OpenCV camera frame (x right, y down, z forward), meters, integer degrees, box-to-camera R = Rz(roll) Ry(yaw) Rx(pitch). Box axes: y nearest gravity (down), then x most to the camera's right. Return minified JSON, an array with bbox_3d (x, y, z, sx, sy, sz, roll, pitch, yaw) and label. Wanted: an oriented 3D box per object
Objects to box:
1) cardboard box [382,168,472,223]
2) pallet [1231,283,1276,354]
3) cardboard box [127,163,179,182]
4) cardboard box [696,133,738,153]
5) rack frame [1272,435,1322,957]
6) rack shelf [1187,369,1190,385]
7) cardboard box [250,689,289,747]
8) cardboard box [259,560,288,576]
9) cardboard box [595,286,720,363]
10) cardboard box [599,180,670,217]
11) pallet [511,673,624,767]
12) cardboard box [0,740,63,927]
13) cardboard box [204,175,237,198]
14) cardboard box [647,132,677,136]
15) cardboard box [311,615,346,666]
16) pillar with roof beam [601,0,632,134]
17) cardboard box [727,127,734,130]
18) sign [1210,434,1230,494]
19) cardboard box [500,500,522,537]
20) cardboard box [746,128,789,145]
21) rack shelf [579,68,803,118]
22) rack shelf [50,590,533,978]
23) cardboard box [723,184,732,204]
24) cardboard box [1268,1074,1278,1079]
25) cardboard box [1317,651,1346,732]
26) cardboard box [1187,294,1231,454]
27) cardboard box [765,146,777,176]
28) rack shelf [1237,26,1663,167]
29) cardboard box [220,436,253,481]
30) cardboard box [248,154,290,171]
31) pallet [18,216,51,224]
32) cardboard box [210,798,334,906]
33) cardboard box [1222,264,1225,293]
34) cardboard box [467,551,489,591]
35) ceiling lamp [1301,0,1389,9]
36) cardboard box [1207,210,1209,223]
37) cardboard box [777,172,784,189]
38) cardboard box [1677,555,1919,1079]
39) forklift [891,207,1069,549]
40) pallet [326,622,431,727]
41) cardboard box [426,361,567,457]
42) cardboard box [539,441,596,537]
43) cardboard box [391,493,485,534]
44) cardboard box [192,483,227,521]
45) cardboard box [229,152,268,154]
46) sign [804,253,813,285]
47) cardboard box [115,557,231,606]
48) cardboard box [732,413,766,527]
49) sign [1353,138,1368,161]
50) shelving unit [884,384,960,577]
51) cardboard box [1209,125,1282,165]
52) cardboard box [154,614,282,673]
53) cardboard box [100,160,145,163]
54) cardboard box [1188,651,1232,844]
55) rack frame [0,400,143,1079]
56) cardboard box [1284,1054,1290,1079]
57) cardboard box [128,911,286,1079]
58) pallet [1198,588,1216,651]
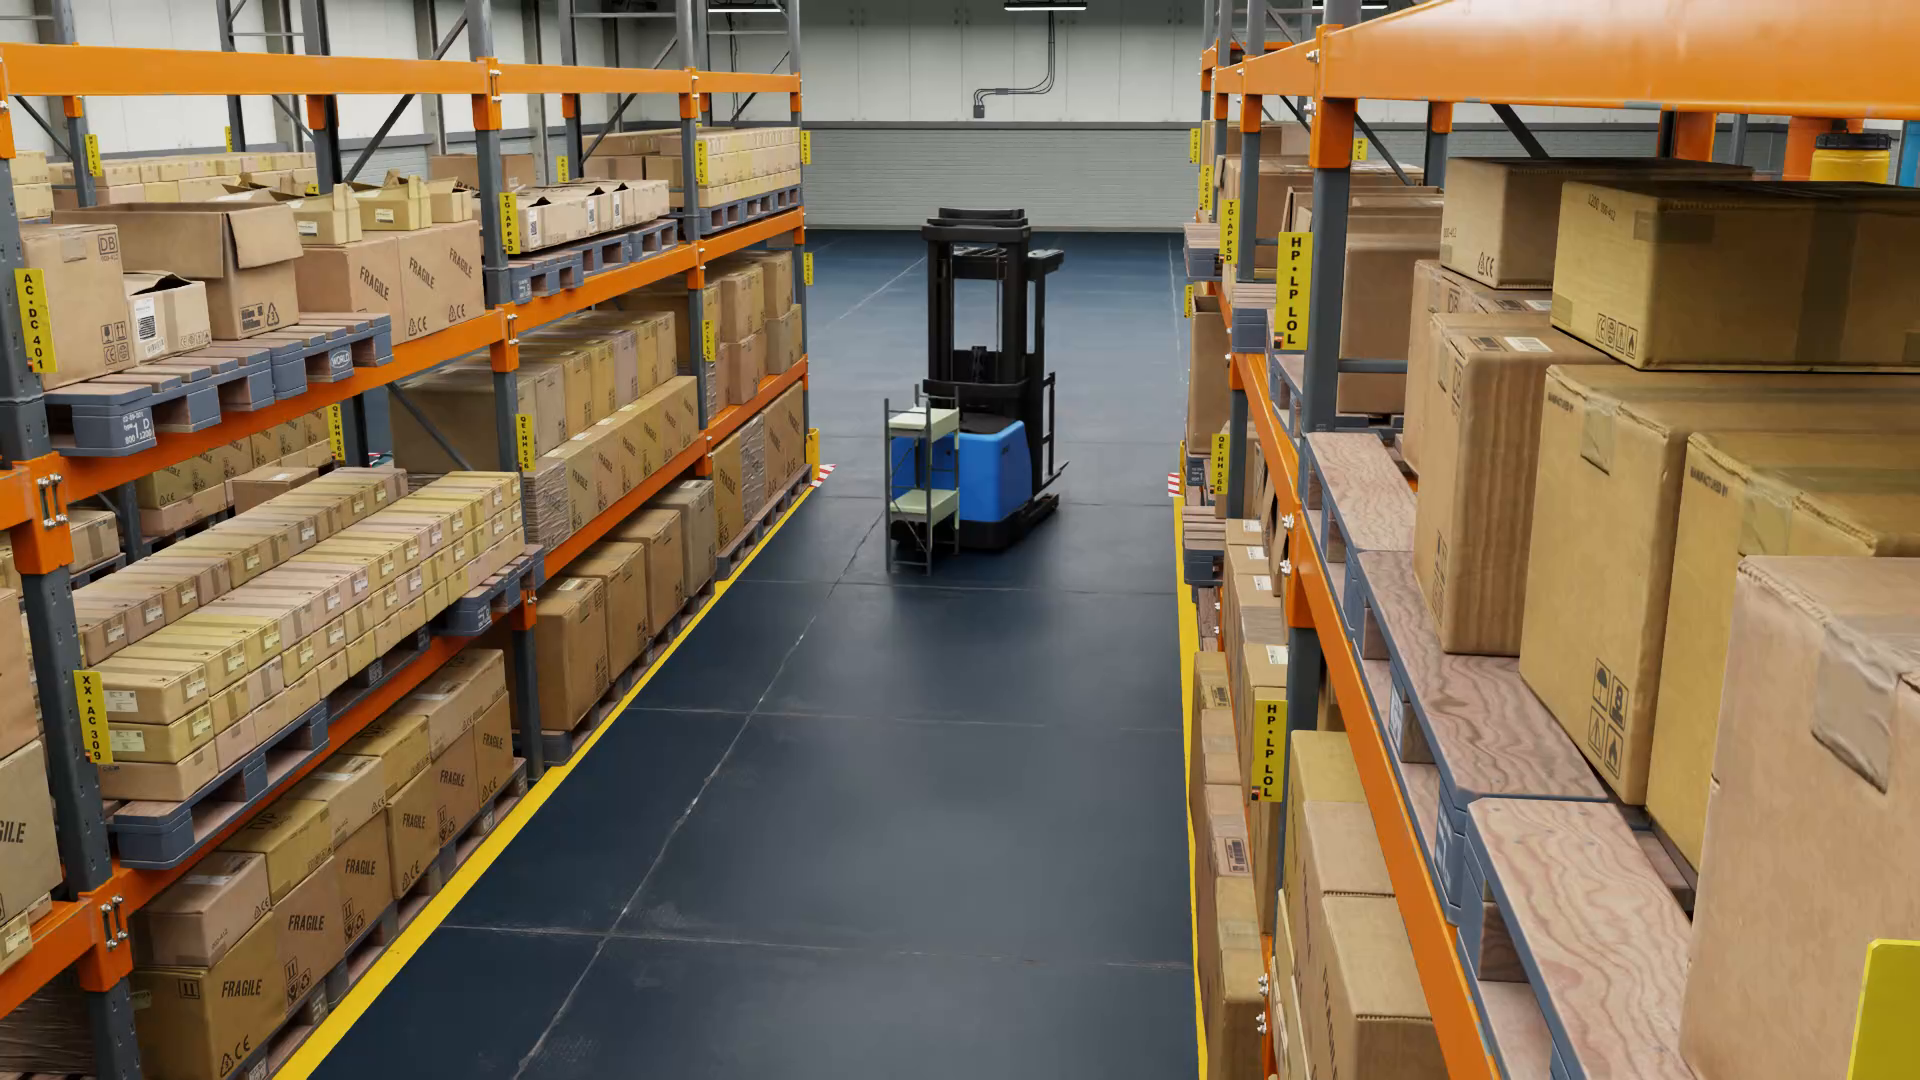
[{"bbox_3d":[-2.780,-1.794,8.645,0.396,0.266,0.258,2,15,6],"label":"cardboard box"},{"bbox_3d":[1.905,-1.057,7.938,1.213,0.211,1.003,2,15,9],"label":"pallet"},{"bbox_3d":[-7.015,-3.185,14.402,0.380,0.149,0.250,2,15,6],"label":"cardboard box"},{"bbox_3d":[-2.077,-3.323,13.915,0.380,0.149,0.250,1,15,5],"label":"cardboard box"},{"bbox_3d":[1.473,1.169,5.092,1.000,3.000,0.127,2,15,6],"label":"rack frame"},{"bbox_3d":[2.602,-1.077,14.777,1.077,0.370,4.000,2,15,6],"label":"rack shelf"},{"bbox_3d":[-2.884,0.690,6.540,0.380,0.149,0.250,2,15,7],"label":"cardboard box"},{"bbox_3d":[-3.390,0.188,7.828,0.380,0.149,0.250,2,15,6],"label":"cardboard box"},{"bbox_3d":[-2.465,-1.766,13.592,0.875,0.550,0.550,2,15,6],"label":"cardboard box"},{"bbox_3d":[-2.461,-2.517,12.267,0.500,0.250,0.500,2,15,7],"label":"cardboard box"},{"bbox_3d":[-2.828,1.103,10.677,1.003,0.211,1.213,2,15,6],"label":"pallet"},{"bbox_3d":[-3.217,0.939,5.182,0.500,0.500,0.500,2,15,6],"label":"cardboard box"},{"bbox_3d":[-6.976,-3.217,15.285,0.500,0.250,0.500,2,15,7],"label":"cardboard box"},{"bbox_3d":[-2.673,-3.472,14.467,0.380,0.149,0.250,2,15,6],"label":"cardboard box"},{"bbox_3d":[-2.829,0.412,7.000,0.380,0.149,0.250,2,15,9],"label":"cardboard box"},{"bbox_3d":[-5.263,-12.776,45.171,9.100,9.000,0.548,2,15,6],"label":"pillar with roof beam"},{"bbox_3d":[-2.443,-4.001,16.423,0.380,0.149,0.250,2,15,7],"label":"cardboard box"},{"bbox_3d":[1.385,-0.402,8.838,0.100,0.325,0.005,2,15,6],"label":"sign"},{"bbox_3d":[-2.595,-0.124,8.981,0.380,0.149,0.250,2,15,7],"label":"cardboard box"},{"bbox_3d":[-1.849,-3.850,15.863,0.380,0.149,0.250,2,15,7],"label":"cardboard box"},{"bbox_3d":[-2.315,-3.952,14.684,1.077,0.370,4.000,2,15,6],"label":"rack shelf"},{"bbox_3d":[-3.218,0.825,7.741,1.077,0.370,4.000,2,15,6],"label":"rack shelf"},{"bbox_3d":[-2.105,-2.872,13.775,0.380,0.149,0.250,2,15,6],"label":"cardboard box"},{"bbox_3d":[1.319,2.161,4.690,0.875,0.875,0.875,2,15,6],"label":"cardboard box"},{"bbox_3d":[1.537,0.471,5.561,0.797,0.503,0.637,1,15,5],"label":"cardboard box"},{"bbox_3d":[2.147,-1.196,11.885,1.000,1.000,1.000,2,15,7],"label":"cardboard box"},{"bbox_3d":[-1.982,-3.491,15.299,0.500,0.250,0.500,2,15,6],"label":"cardboard box"},{"bbox_3d":[1.699,-1.705,6.373,1.077,0.370,4.000,2,15,6],"label":"rack shelf"},{"bbox_3d":[-7.027,-0.854,15.599,0.500,0.500,0.500,3,15,9],"label":"cardboard box"},{"bbox_3d":[-6.842,-3.718,16.372,0.380,0.149,0.250,2,15,6],"label":"cardboard box"},{"bbox_3d":[-7.646,-2.398,12.897,1.213,0.211,1.003,2,15,6],"label":"pallet"},{"bbox_3d":[-3.040,1.317,7.093,0.500,0.250,0.500,2,15,8],"label":"cardboard box"},{"bbox_3d":[1.837,-1.634,9.998,0.500,0.250,0.500,2,15,8],"label":"cardboard box"},{"bbox_3d":[-2.649,0.151,8.535,0.380,0.149,0.250,2,15,7],"label":"cardboard box"},{"bbox_3d":[9.100,-14.153,39.081,2.000,3.185,0.800,2,15,6],"label":"ceiling lamp"},{"bbox_3d":[2.237,-2.542,13.359,0.500,0.250,0.500,2,15,8],"label":"cardboard box"},{"bbox_3d":[-1.877,-3.399,15.726,0.380,0.149,0.250,2,15,7],"label":"cardboard box"},{"bbox_3d":[1.027,0.323,1.287,0.700,0.500,0.500,1,15,3],"label":"cardboard box"},{"bbox_3d":[0.328,-1.678,15.753,1.130,2.935,3.031,5,16,18],"label":"forklift"},{"bbox_3d":[-3.175,0.567,7.687,1.003,0.211,1.213,2,15,6],"label":"pallet"},{"bbox_3d":[-2.876,-0.819,10.337,0.700,0.500,0.500,1,15,5],"label":"cardboard box"},{"bbox_3d":[-2.619,-0.329,10.442,0.500,0.500,0.500,2,15,6],"label":"cardboard box"},{"bbox_3d":[-2.652,-0.136,8.454,0.380,0.149,0.250,2,15,8],"label":"cardboard box"},{"bbox_3d":[-7.087,-0.357,15.198,0.500,0.250,0.500,3,15,9],"label":"cardboard box"},{"bbox_3d":[-7.262,-3.861,16.900,0.380,0.149,0.250,2,15,6],"label":"cardboard box"},{"bbox_3d":[-1.552,-2.769,16.984,0.100,0.325,0.005,2,15,6],"label":"sign"},{"bbox_3d":[-3.444,0.180,7.285,0.380,0.149,0.250,1,15,4],"label":"cardboard box"},{"bbox_3d":[-2.302,-0.650,15.085,0.875,0.875,0.875,2,15,7],"label":"cardboard box"},{"bbox_3d":[2.928,-2.778,12.197,0.100,0.325,0.005,2,15,6],"label":"sign"},{"bbox_3d":[-0.317,-0.520,14.211,0.431,1.500,0.755,5,16,18],"label":"shelving unit"},{"bbox_3d":[2.174,-2.911,12.716,0.500,0.500,0.500,1,15,5],"label":"cardboard box"},{"bbox_3d":[-2.885,0.401,6.471,0.380,0.149,0.250,2,15,7],"label":"cardboard box"},{"bbox_3d":[-7.572,-3.336,14.961,0.380,0.149,0.250,2,15,7],"label":"cardboard box"},{"bbox_3d":[1.826,1.133,8.491,1.225,0.875,0.875,1,15,4],"label":"cardboard box"},{"bbox_3d":[-3.443,0.997,5.729,1.000,3.000,0.127,2,15,6],"label":"rack frame"},{"bbox_3d":[1.051,1.494,4.372,0.380,0.149,0.250,2,15,8],"label":"cardboard box"},{"bbox_3d":[-3.097,1.817,6.680,0.500,0.500,0.500,2,15,8],"label":"cardboard box"},{"bbox_3d":[2.290,0.642,12.382,1.003,0.211,1.213,2,15,6],"label":"pallet"}]
